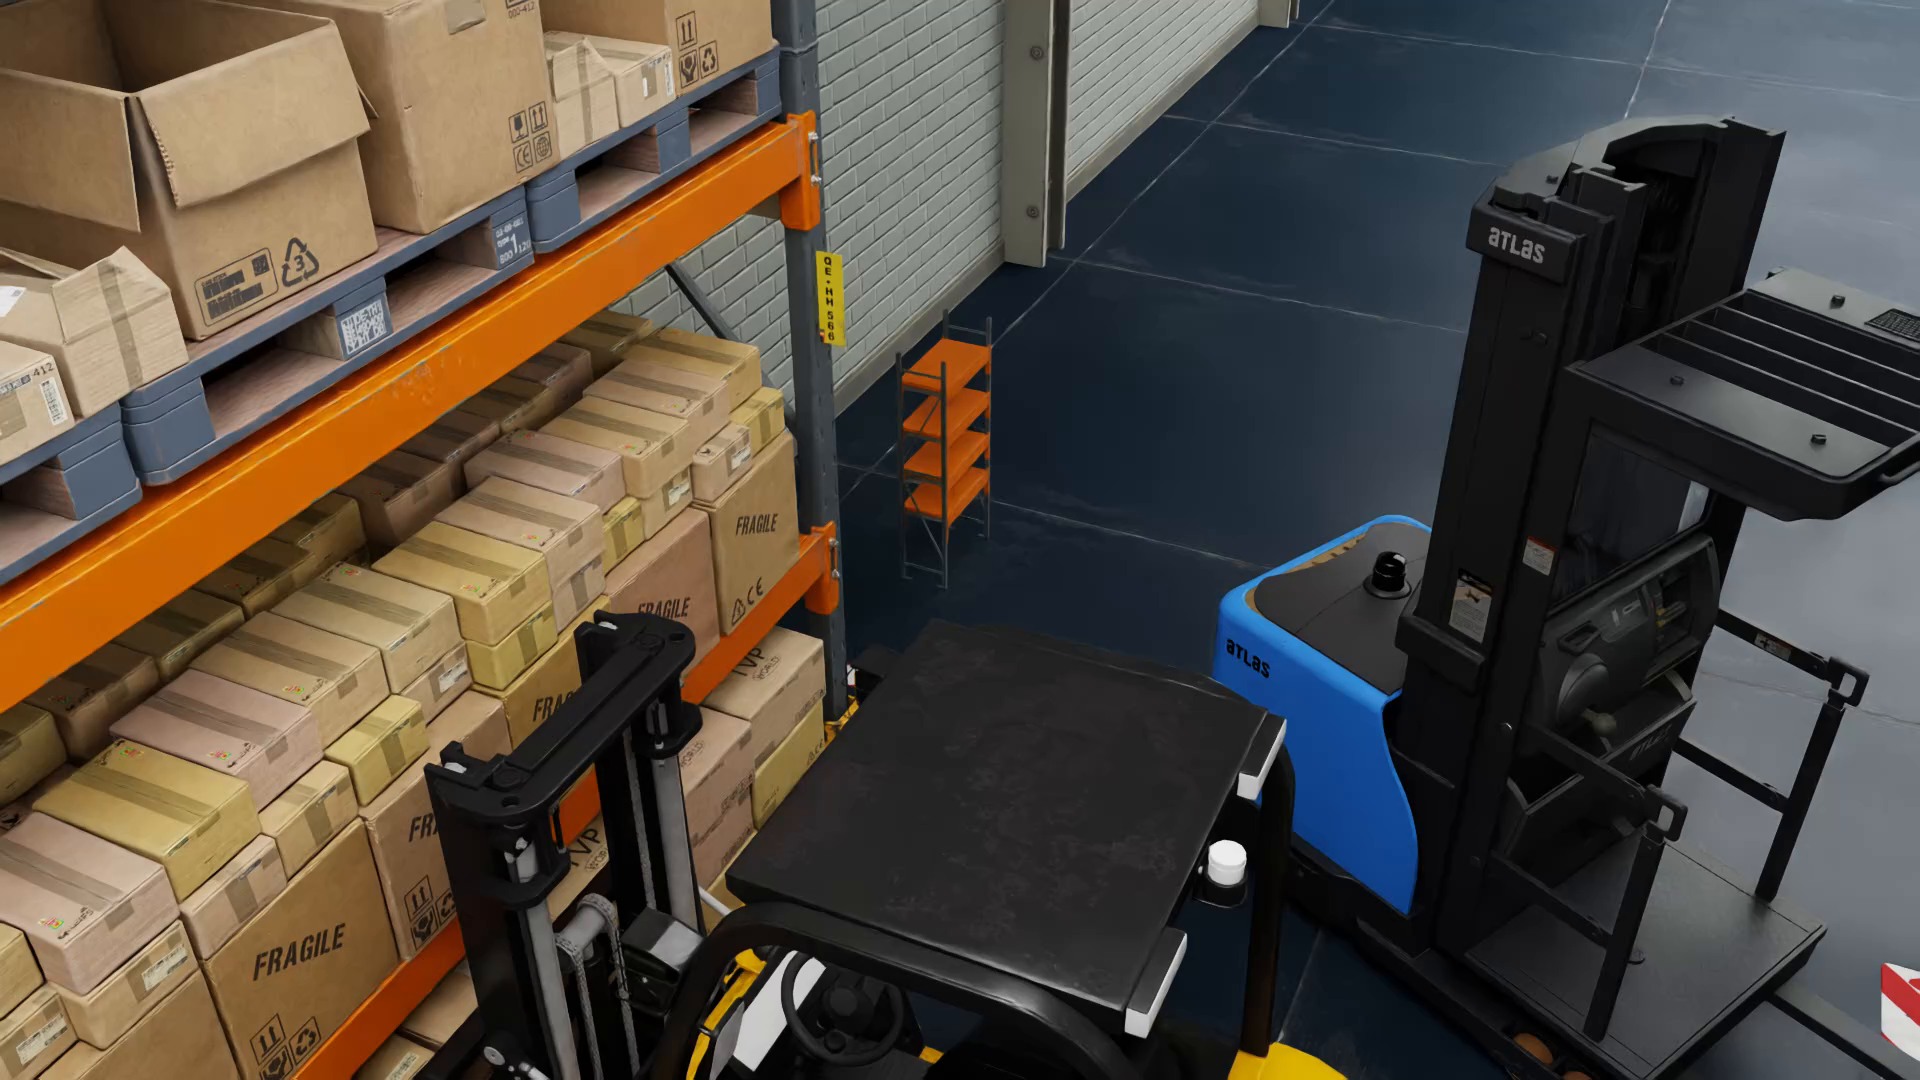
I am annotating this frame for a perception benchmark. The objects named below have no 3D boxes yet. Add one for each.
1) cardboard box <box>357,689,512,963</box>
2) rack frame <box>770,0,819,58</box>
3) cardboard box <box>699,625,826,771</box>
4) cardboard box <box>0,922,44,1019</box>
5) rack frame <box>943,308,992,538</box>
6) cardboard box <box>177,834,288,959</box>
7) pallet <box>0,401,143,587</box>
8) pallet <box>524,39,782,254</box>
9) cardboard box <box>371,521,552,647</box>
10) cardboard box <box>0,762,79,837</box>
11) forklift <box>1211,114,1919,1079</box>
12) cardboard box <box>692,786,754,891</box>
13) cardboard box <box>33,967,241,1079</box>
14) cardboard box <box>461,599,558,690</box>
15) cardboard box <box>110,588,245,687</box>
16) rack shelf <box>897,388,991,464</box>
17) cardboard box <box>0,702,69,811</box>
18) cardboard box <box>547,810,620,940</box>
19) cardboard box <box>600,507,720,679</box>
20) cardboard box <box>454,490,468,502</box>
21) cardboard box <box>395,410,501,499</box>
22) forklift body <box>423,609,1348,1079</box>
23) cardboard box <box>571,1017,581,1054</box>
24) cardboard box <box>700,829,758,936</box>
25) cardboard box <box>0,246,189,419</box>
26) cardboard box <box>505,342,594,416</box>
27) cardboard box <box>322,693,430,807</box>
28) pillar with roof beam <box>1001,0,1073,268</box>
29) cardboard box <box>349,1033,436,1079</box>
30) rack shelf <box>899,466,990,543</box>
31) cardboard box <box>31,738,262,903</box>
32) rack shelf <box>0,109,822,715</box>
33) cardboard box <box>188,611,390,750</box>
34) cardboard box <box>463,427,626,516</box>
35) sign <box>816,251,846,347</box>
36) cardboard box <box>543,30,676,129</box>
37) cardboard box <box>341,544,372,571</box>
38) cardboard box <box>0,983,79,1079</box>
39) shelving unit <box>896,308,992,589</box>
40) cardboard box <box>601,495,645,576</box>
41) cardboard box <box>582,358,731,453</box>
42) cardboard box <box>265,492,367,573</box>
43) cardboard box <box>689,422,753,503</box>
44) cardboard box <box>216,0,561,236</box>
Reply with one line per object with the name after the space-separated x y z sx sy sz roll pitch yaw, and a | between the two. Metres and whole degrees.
-1.520 0.692 4.369 0.500 0.500 0.500 14 36 21 | cardboard box
-0.913 -2.845 4.383 1.000 3.000 0.127 14 36 20 | rack frame
-0.822 0.521 5.933 0.500 0.250 0.500 15 36 22 | cardboard box
-2.057 0.848 3.268 0.380 0.149 0.250 14 36 20 | cardboard box
0.033 -0.541 7.981 0.240 1.200 0.015 14 36 20 | rack frame
-1.742 0.743 3.699 0.380 0.149 0.250 14 36 20 | cardboard box
-2.253 0.008 2.848 1.003 0.211 1.213 14 36 20 | pallet
-1.232 -1.208 4.701 1.003 0.211 1.213 14 36 20 | pallet
-1.314 0.111 4.390 0.380 0.149 0.250 15 36 21 | cardboard box
-2.231 0.621 3.885 0.380 0.149 0.250 15 36 22 | cardboard box
2.217 0.351 5.042 1.130 2.935 3.031 -23 40 -31 | forklift
-1.052 0.990 5.673 0.500 0.250 0.500 14 36 20 | cardboard box
-1.961 1.190 3.609 0.500 0.500 0.500 15 36 21 | cardboard box
-1.318 0.232 4.478 0.380 0.149 0.250 14 36 21 | cardboard box
-2.028 0.241 4.194 0.380 0.149 0.250 15 36 22 | cardboard box
-0.069 -0.550 7.709 0.258 0.148 0.480 14 36 20 | rack shelf
-2.311 0.476 3.835 0.380 0.149 0.250 14 36 20 | cardboard box
-1.232 1.030 5.157 0.500 0.250 0.500 15 36 21 | cardboard box
-1.106 0.183 5.144 0.500 0.500 0.500 15 36 22 | cardboard box
-1.615 -0.158 5.073 0.380 0.149 0.250 13 35 19 | cardboard box
-1.602 -0.278 4.985 0.380 0.149 0.250 14 36 21 | cardboard box
-0.049 1.381 4.182 2.313 2.155 1.214 14 36 20 | forklift body
-1.462 1.500 4.895 0.500 0.250 0.500 14 36 20 | cardboard box
-1.039 1.190 5.825 0.500 0.250 0.500 14 36 20 | cardboard box
-1.689 -0.429 3.082 0.396 0.266 0.258 13 36 19 | cardboard box
-1.415 -0.538 5.380 0.380 0.149 0.250 15 36 22 | cardboard box
-1.549 0.479 4.102 0.380 0.149 0.250 13 36 20 | cardboard box
4.398 -4.706 7.220 9.100 9.000 0.400 14 36 20 | pillar with roof beam
-1.678 1.540 4.378 0.500 0.250 0.500 15 36 22 | cardboard box
-0.069 -0.197 7.941 0.258 0.148 0.480 14 36 20 | rack shelf
-1.772 0.607 3.634 0.380 0.149 0.250 14 36 20 | cardboard box
-1.749 -0.294 3.883 1.077 0.370 4.000 14 36 20 | rack shelf
-1.628 0.340 4.043 0.380 0.149 0.250 14 36 21 | cardboard box
-1.203 -0.174 4.825 0.380 0.149 0.250 14 36 21 | cardboard box
-0.426 -0.788 5.445 0.100 0.325 0.005 14 36 20 | sign
-0.984 -1.221 4.396 0.380 0.149 0.250 13 35 19 | cardboard box
-1.893 0.084 4.704 0.380 0.149 0.250 15 36 22 | cardboard box
-2.023 0.979 3.339 0.380 0.149 0.250 14 36 20 | cardboard box
-0.069 -0.419 7.795 0.258 1.200 0.503 14 36 20 | shelving unit
-1.161 -0.042 4.896 0.380 0.149 0.250 14 36 20 | cardboard box
-0.946 -0.417 5.197 0.380 0.149 0.250 14 36 21 | cardboard box
-1.889 -0.033 4.611 0.380 0.149 0.250 13 36 19 | cardboard box
-0.883 -0.278 5.256 0.380 0.149 0.250 15 36 21 | cardboard box
-1.396 -1.087 3.871 0.700 0.500 0.500 14 36 21 | cardboard box
